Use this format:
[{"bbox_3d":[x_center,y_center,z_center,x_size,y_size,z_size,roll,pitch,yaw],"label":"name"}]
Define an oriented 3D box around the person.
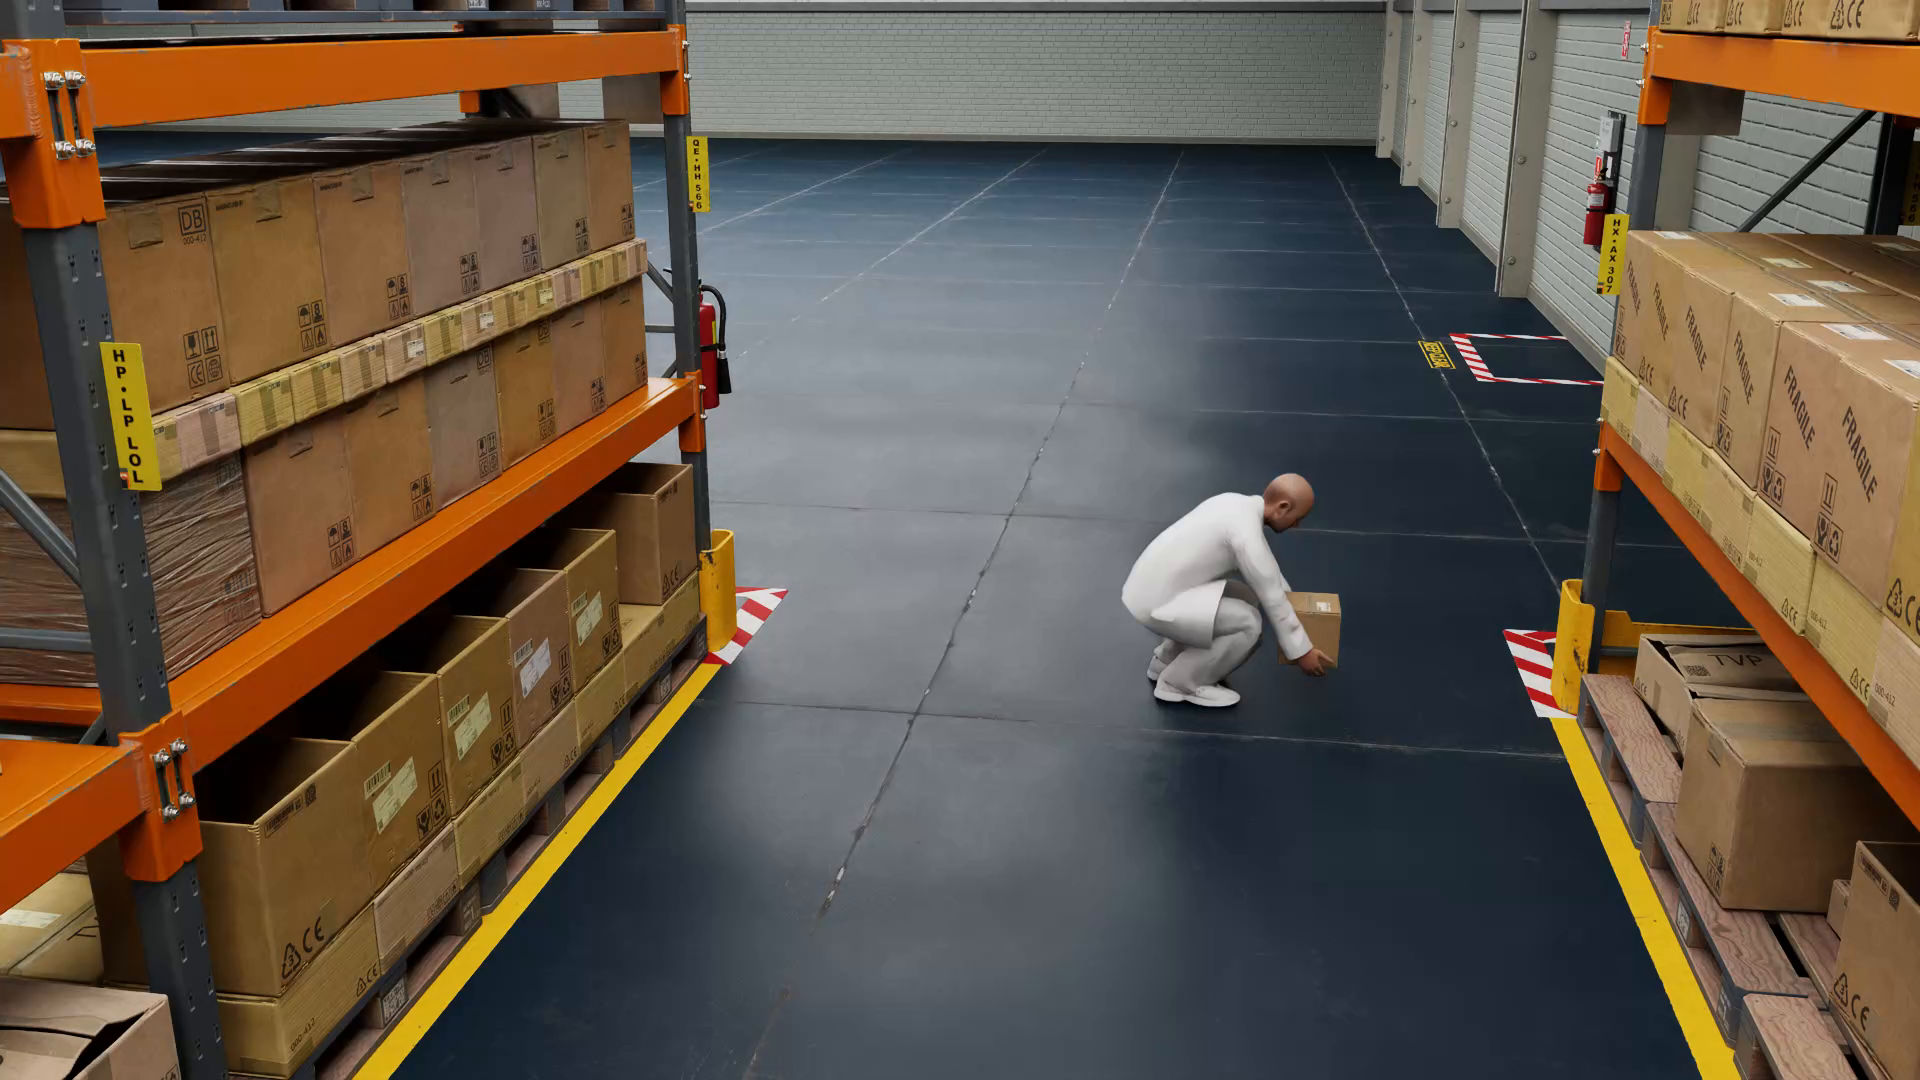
[{"bbox_3d":[1.166,0.203,7.228,0.922,1.004,0.579,2,18,8],"label":"person"}]
